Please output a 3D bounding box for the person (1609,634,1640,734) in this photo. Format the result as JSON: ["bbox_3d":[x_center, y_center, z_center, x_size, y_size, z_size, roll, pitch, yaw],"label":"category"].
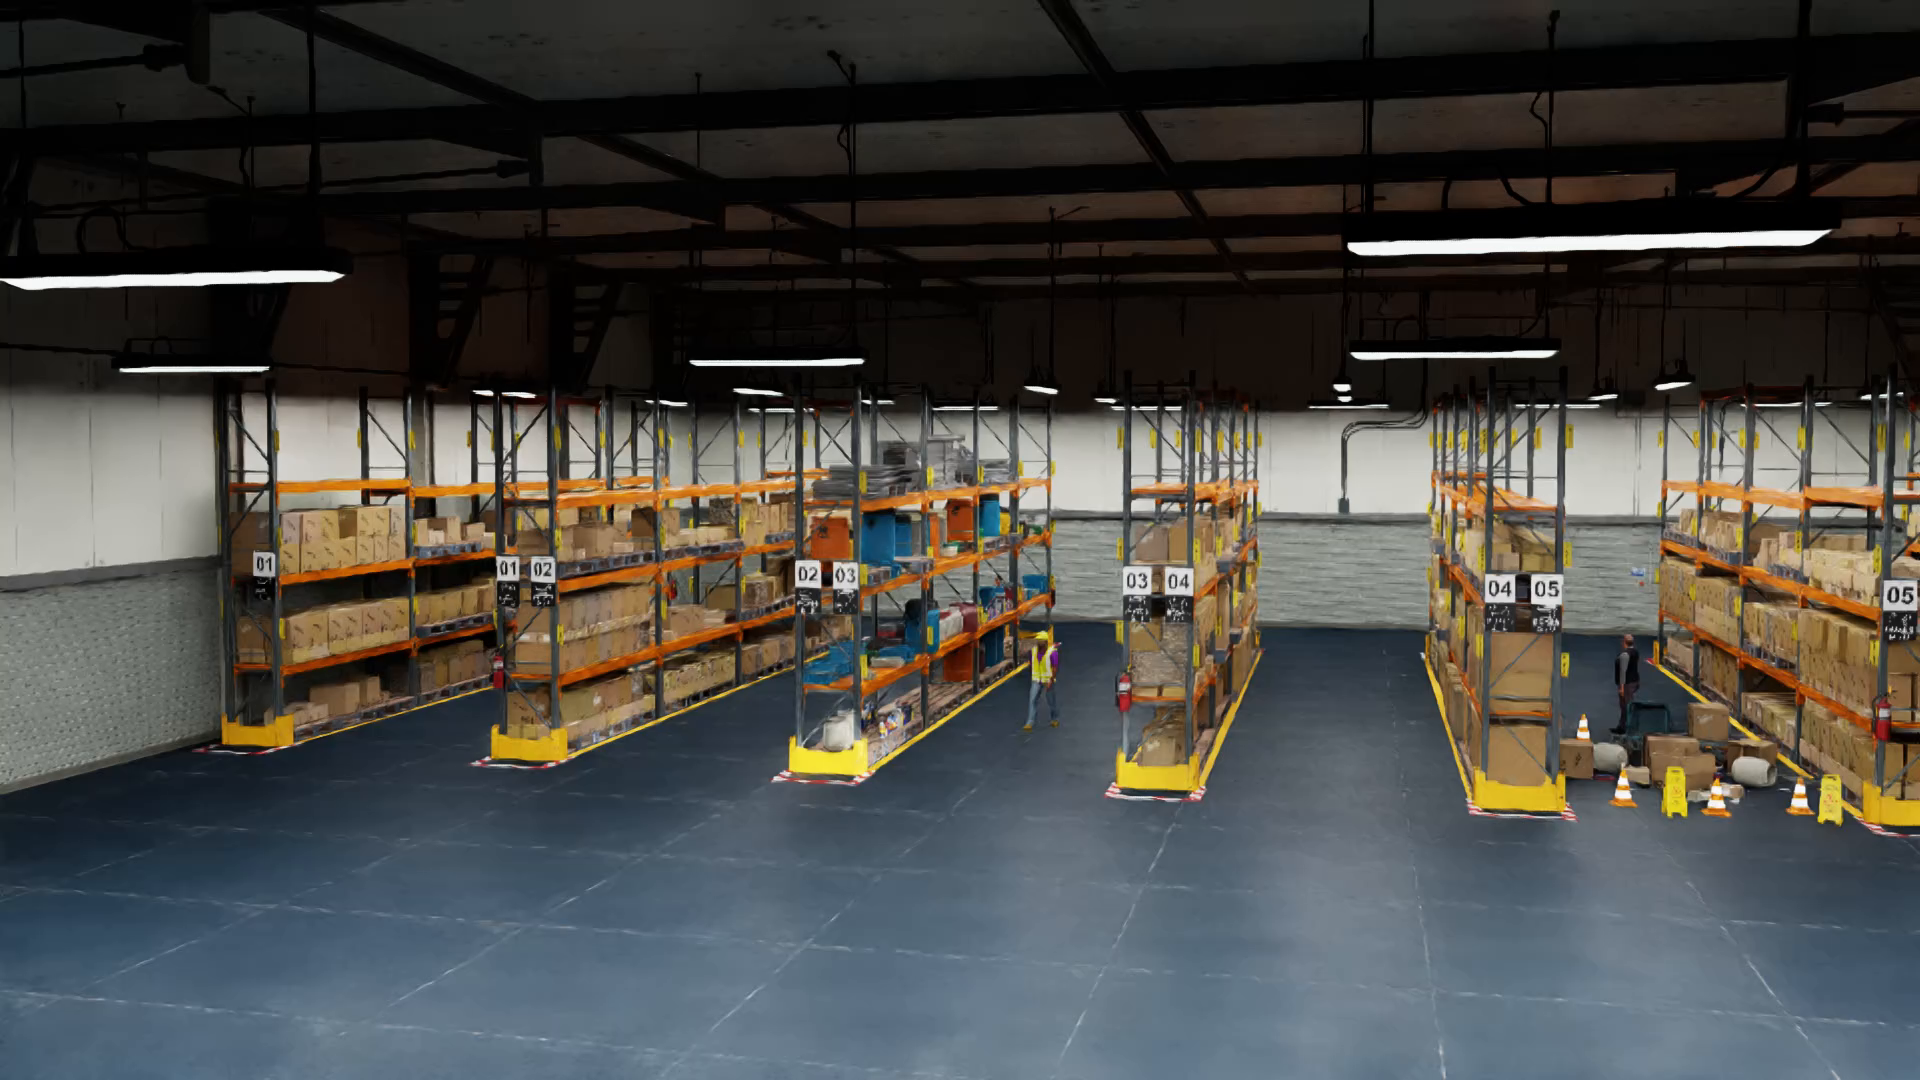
[{"bbox_3d":[11.206,2.444,28.070,0.499,1.724,0.577,3,5,42],"label":"person"}]

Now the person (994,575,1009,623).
[{"bbox_3d":[1.066,1.683,42.199,0.534,1.569,0.935,2,4,35],"label":"person"}]

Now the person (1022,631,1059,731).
[{"bbox_3d":[1.435,2.420,28.666,0.570,1.708,1.041,1,4,22],"label":"person"}]
